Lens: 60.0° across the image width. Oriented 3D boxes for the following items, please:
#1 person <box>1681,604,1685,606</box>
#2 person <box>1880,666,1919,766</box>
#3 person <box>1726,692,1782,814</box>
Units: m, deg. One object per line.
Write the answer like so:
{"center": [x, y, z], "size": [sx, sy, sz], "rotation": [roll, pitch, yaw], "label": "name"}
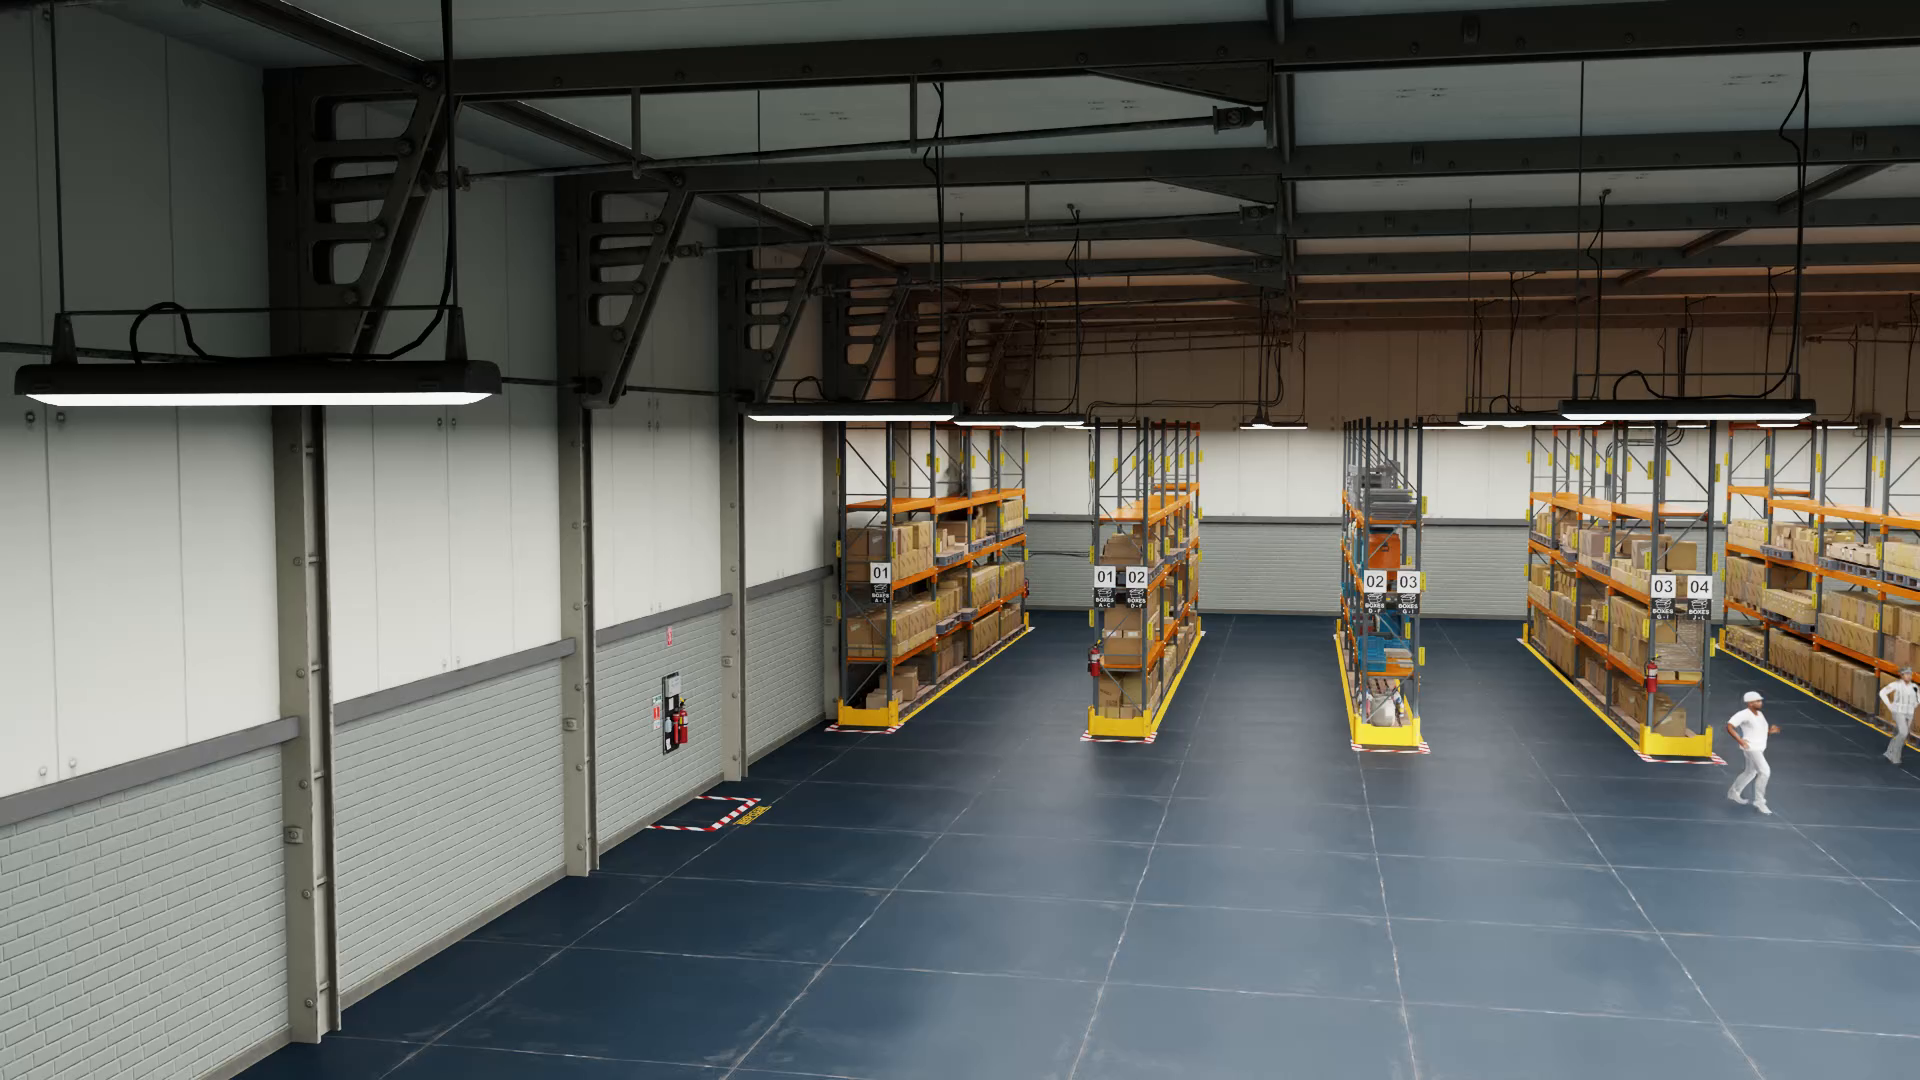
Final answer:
{"center": [18.975, 2.063, 44.205], "size": [0.608, 1.660, 0.804], "rotation": [3, 5, 42], "label": "person"}
{"center": [16.276, 3.032, 28.702], "size": [0.645, 1.735, 0.614], "rotation": [0, 4, -3], "label": "person"}
{"center": [12.002, 3.204, 25.164], "size": [0.732, 1.826, 0.674], "rotation": [3, 5, 42], "label": "person"}
